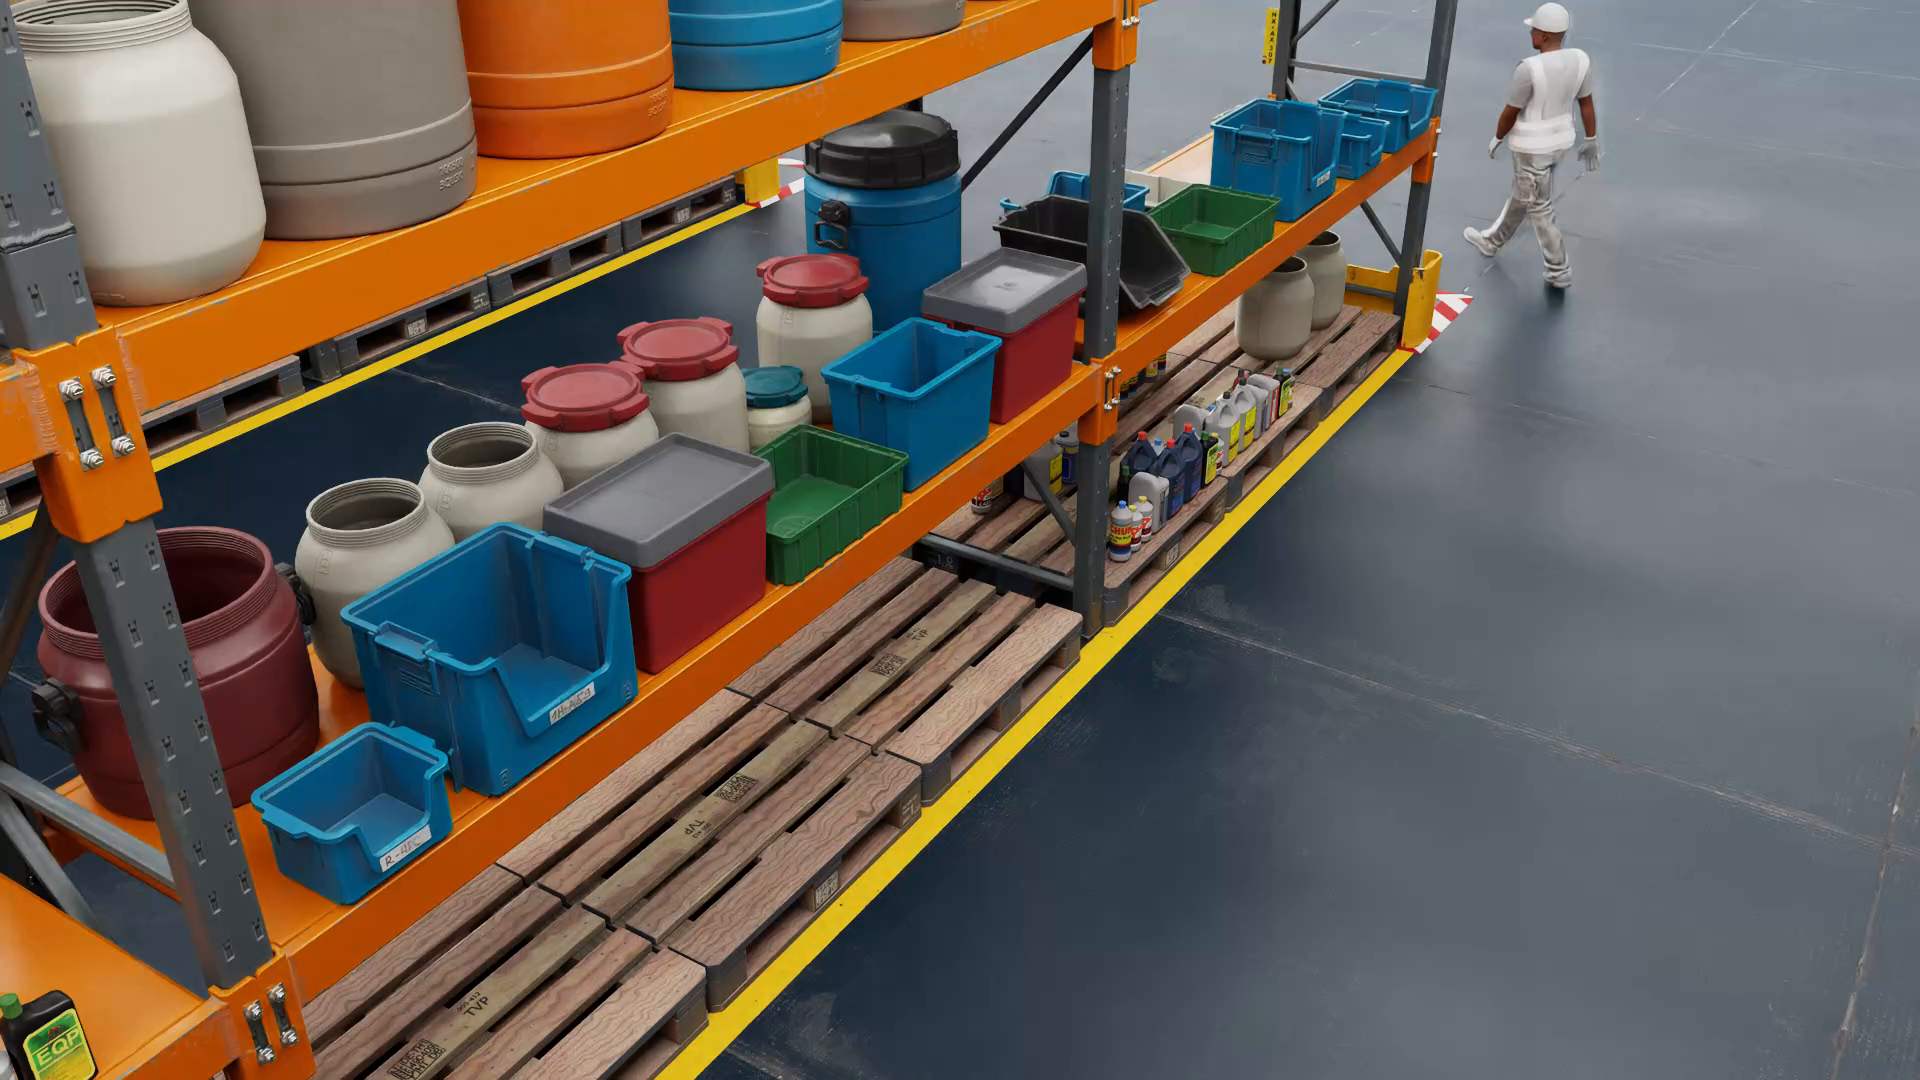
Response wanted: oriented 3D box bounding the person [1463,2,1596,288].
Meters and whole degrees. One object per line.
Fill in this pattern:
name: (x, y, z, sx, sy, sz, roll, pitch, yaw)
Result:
person: (3.625, -2.539, 10.576, 0.619, 1.731, 0.999, -16, 34, -25)
